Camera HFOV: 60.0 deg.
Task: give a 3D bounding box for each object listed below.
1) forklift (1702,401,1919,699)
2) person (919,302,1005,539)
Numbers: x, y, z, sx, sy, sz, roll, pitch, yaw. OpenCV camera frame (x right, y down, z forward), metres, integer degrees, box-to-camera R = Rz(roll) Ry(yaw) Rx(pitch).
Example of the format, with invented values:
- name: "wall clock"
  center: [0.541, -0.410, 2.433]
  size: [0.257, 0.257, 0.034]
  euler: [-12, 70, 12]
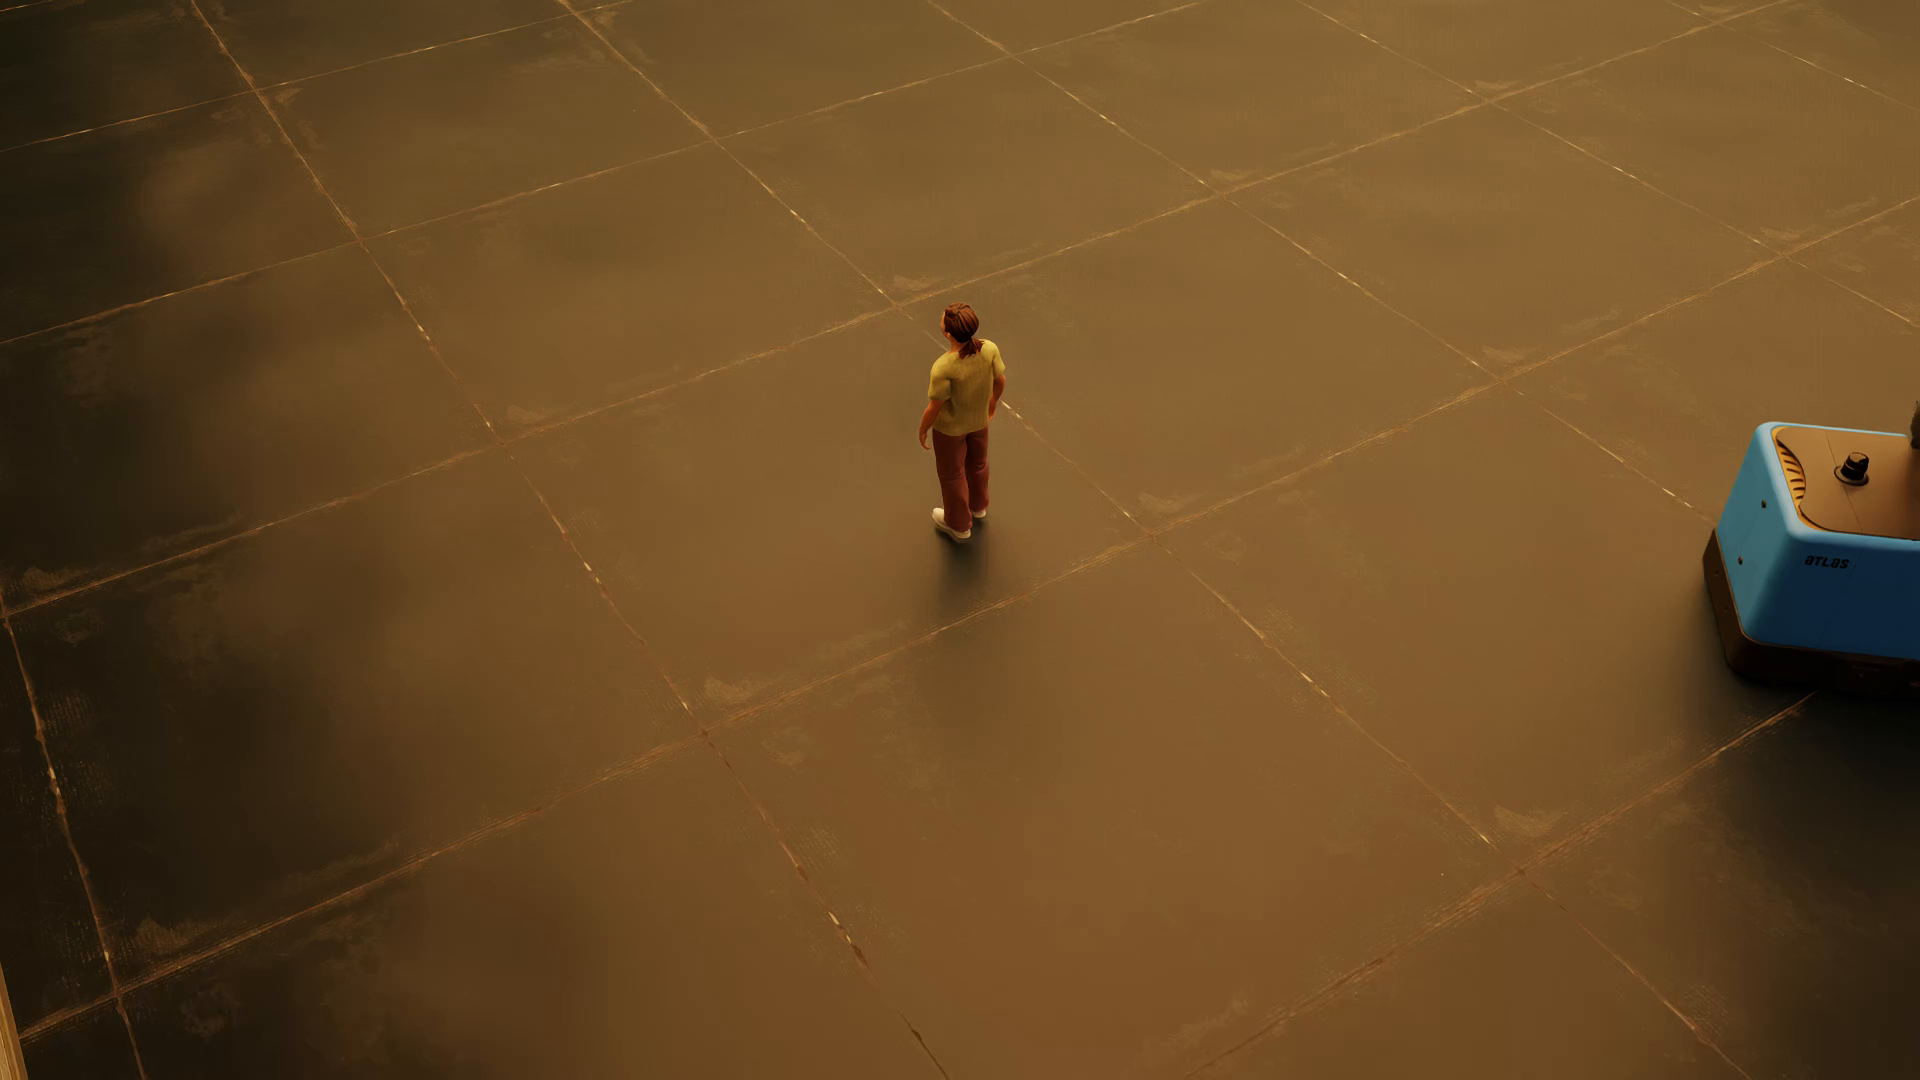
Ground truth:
- name: "forklift"
  center: [5.821, -0.489, 8.431]
  size: [3.031, 2.935, 1.130]
  euler: [6, 42, 7]
- name: "person"
  center: [-0.030, -0.712, 9.567]
  size: [0.553, 1.673, 0.547]
  euler: [-23, 46, -24]
